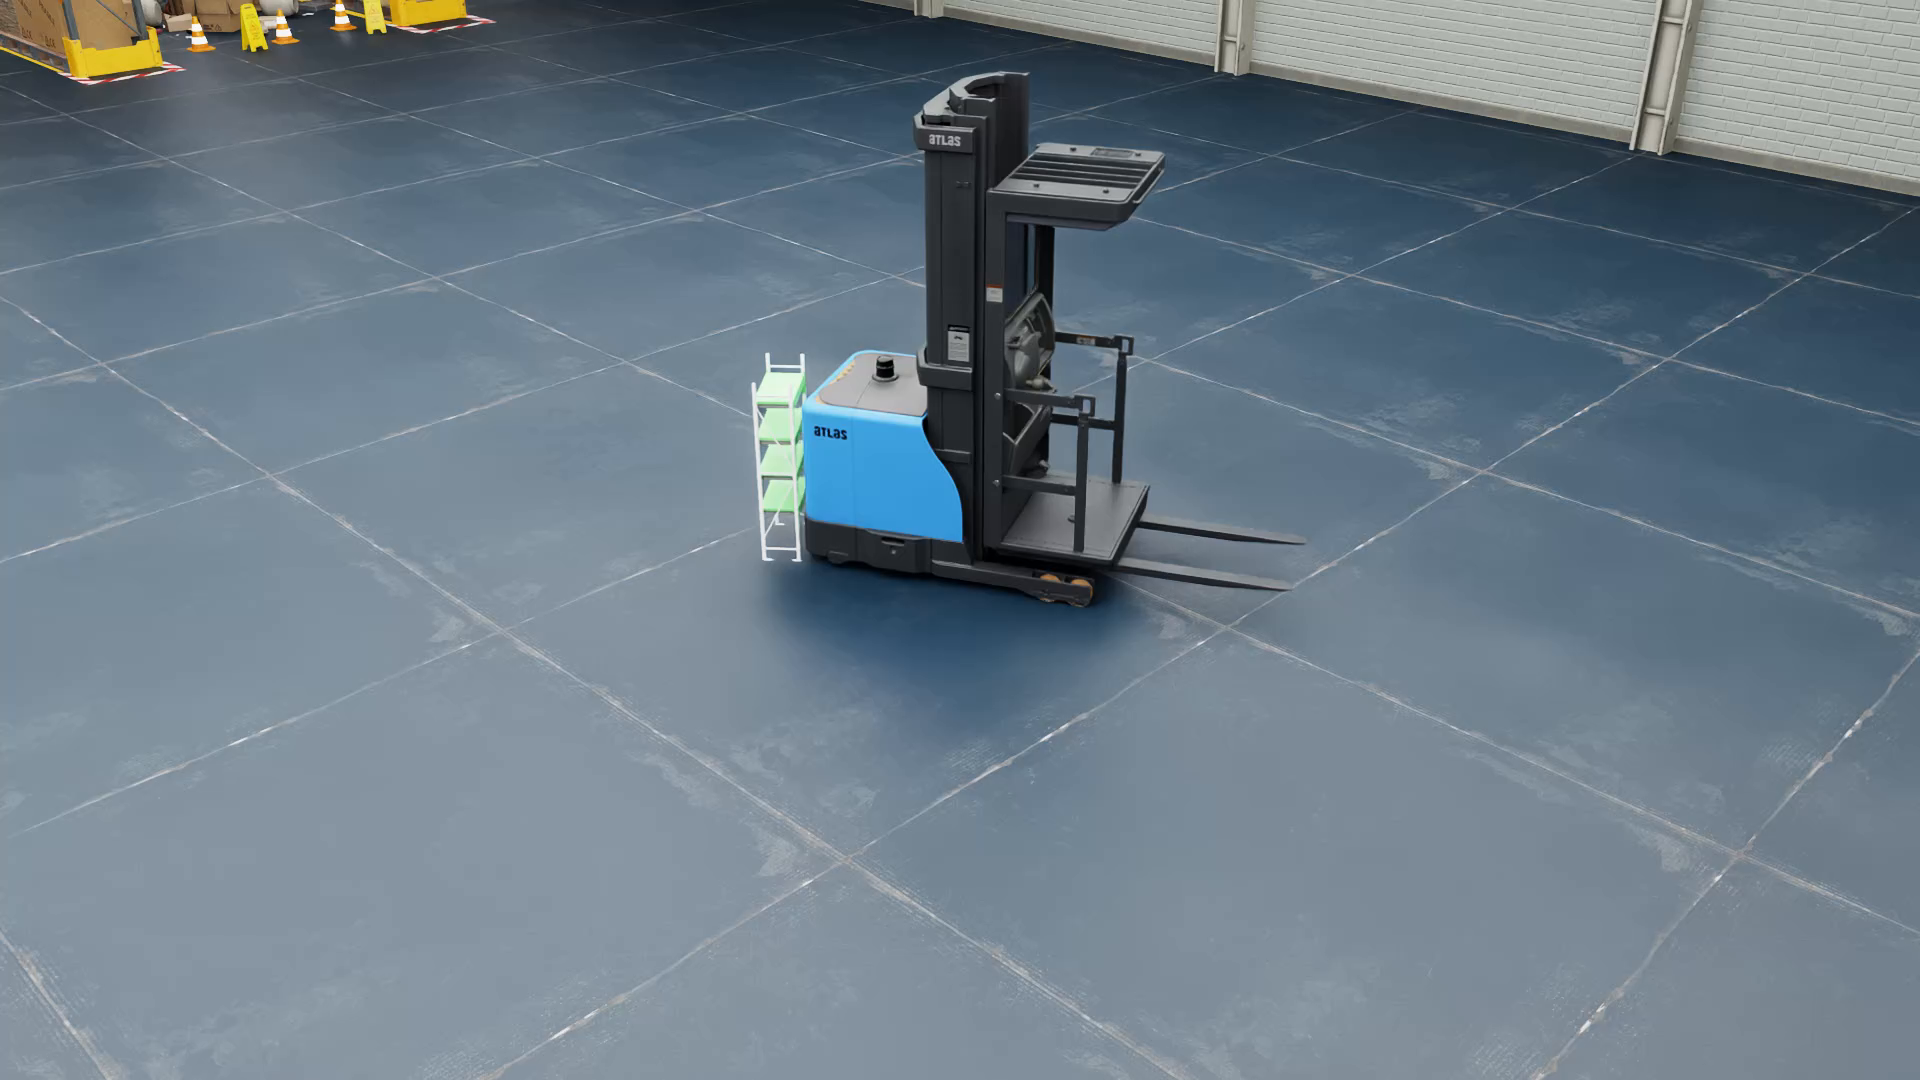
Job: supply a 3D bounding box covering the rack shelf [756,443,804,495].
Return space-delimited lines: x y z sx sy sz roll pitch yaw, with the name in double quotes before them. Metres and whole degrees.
"rack shelf" -1.109 -0.459 10.464 0.258 0.148 0.480 2 28 3

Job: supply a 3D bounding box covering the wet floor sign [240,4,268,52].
"wet floor sign" -10.374 -7.509 24.331 0.232 0.644 0.267 18 33 30

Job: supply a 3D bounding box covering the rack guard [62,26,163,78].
"rack guard" -11.766 -6.789 23.118 0.348 0.500 1.175 25 36 38

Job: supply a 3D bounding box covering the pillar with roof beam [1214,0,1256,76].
"pillar with roof beam" 0.767 -9.065 18.314 0.400 9.000 9.100 25 36 38

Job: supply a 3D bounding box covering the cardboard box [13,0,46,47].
"cardboard box" -12.942 -7.635 23.872 0.875 0.875 0.875 24 36 38

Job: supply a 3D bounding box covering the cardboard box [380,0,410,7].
"cardboard box" -9.167 -8.730 26.627 0.500 0.250 0.500 24 36 38

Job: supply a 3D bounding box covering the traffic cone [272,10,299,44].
"traffic cone" -10.131 -7.689 24.869 0.334 0.463 0.336 25 36 38

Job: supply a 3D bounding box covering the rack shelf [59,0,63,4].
"rack shelf" -13.209 -8.238 23.960 4.000 0.370 1.077 25 36 38

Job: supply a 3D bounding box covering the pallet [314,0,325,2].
"pallet" -10.733 -9.443 28.475 1.213 0.211 1.003 25 36 38

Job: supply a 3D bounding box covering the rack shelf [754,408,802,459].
"rack shelf" -1.109 -0.671 10.353 0.258 0.148 0.480 2 28 3

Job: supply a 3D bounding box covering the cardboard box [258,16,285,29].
"cardboard box" -10.735 -8.074 25.939 0.380 0.149 0.250 -7 29 -14

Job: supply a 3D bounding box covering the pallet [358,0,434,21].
"pallet" -8.993 -8.647 26.961 1.213 0.211 1.003 25 36 38

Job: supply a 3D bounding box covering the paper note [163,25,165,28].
"paper note" -12.384 -8.055 26.038 0.172 0.023 0.155 -13 30 -22

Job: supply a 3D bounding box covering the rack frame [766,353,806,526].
"rack frame" -1.093 -0.629 10.650 0.240 1.200 0.015 2 28 3

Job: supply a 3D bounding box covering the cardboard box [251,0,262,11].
"cardboard box" -11.427 -8.978 27.278 0.500 0.500 0.500 -3 28 -5

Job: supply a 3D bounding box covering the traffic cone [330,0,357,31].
"traffic cone" -9.596 -8.169 25.781 0.334 0.463 0.336 25 36 38

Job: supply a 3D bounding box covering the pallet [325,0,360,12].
"pallet" -9.859 -9.045 27.717 1.213 0.211 1.003 25 36 38

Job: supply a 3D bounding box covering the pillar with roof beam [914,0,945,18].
"pillar with roof beam" -3.512 -11.023 22.037 0.400 9.000 9.100 25 36 38

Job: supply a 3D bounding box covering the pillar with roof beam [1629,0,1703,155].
"pillar with roof beam" 5.045 -7.107 14.591 0.400 9.000 9.100 25 36 38

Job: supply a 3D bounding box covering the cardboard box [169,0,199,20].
"cardboard box" -12.085 -8.570 26.355 0.503 0.637 0.797 25 36 38

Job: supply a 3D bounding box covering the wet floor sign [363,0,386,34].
"wet floor sign" -8.999 -8.120 25.493 0.267 0.644 0.232 -13 30 -22

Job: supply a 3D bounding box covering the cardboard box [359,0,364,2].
"cardboard box" -9.513 -8.894 26.938 0.500 0.250 0.500 25 37 39

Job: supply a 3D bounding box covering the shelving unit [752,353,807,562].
"shelving unit" -1.109 -0.515 10.434 0.258 1.200 0.503 2 28 3

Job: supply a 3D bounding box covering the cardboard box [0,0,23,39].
"cardboard box" -13.590 -7.933 24.439 0.875 0.875 0.875 25 37 39

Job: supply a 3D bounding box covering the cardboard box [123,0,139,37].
"cardboard box" -12.809 -7.937 25.299 0.500 0.500 0.500 -18 33 -31

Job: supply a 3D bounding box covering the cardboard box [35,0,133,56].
"cardboard box" -12.313 -7.348 23.327 0.875 0.875 0.875 25 37 39

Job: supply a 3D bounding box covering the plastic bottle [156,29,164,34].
"plastic bottle" -12.354 -7.793 25.498 0.133 0.061 0.283 12 30 22

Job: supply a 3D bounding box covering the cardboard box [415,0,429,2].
"cardboard box" -8.766 -8.903 26.955 0.500 0.250 0.500 24 36 38

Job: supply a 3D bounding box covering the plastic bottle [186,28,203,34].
"plastic bottle" -11.786 -7.819 25.548 0.283 0.061 0.133 12 30 22

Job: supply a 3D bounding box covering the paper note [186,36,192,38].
"paper note" -11.681 -7.650 25.261 0.144 0.017 0.142 -13 30 -22

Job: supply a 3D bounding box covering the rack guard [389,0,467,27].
"rack guard" -8.439 -8.498 26.367 0.348 0.500 1.175 25 36 38

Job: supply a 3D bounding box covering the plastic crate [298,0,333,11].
"plastic crate" -10.692 -8.808 27.408 0.583 0.080 0.402 12 30 22

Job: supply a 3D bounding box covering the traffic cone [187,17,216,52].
"traffic cone" -11.166 -7.425 24.367 0.334 0.463 0.336 25 36 38

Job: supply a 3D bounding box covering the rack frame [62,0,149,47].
"rack frame" -11.783 -7.903 22.551 0.127 3.000 1.000 25 36 38

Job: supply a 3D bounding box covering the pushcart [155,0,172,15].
"pushcart" -12.800 -8.951 27.360 0.936 0.377 1.648 12 30 22

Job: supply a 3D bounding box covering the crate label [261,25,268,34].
"crate label" -10.735 -7.781 25.394 0.298 0.136 0.250 7 29 13

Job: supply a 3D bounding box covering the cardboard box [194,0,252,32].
"cardboard box" -11.412 -8.207 25.811 0.637 0.503 0.797 2 28 4

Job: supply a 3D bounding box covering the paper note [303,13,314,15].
"paper note" -10.543 -8.512 26.898 0.148 0.019 0.142 12 30 22

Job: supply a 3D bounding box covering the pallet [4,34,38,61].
"pallet" -13.274 -7.302 24.404 1.213 0.211 1.003 25 36 38

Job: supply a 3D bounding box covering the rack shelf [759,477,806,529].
"rack shelf" -1.109 -0.246 10.576 0.258 0.148 0.480 2 28 3

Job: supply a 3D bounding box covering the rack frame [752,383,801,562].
"rack frame" -1.126 -0.402 10.219 0.240 1.200 0.015 2 28 3

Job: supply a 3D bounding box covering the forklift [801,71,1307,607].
"forklift" 0.602 -1.171 9.821 3.031 2.935 1.130 9 29 16

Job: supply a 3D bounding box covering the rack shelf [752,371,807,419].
"rack shelf" -1.109 -0.884 10.241 0.258 0.148 0.480 2 28 3

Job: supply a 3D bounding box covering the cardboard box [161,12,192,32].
"cardboard box" -12.118 -8.049 25.765 0.396 0.266 0.258 -18 33 -31

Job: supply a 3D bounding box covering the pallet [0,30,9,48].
"pallet" -14.148 -7.700 25.161 1.213 0.211 1.003 25 36 38

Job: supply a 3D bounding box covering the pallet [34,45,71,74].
"pallet" -12.408 -6.904 23.647 1.213 0.211 1.003 25 36 38

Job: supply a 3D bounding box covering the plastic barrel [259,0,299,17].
"plastic barrel" -10.919 -8.610 26.664 0.512 0.421 0.421 -3 28 -5

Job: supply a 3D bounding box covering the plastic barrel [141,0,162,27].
"plastic barrel" -12.751 -8.207 25.897 0.512 0.421 0.421 -3 28 -5

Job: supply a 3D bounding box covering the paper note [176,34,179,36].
"paper note" -11.960 -7.719 25.412 0.032 0.001 0.123 -7 29 -14
